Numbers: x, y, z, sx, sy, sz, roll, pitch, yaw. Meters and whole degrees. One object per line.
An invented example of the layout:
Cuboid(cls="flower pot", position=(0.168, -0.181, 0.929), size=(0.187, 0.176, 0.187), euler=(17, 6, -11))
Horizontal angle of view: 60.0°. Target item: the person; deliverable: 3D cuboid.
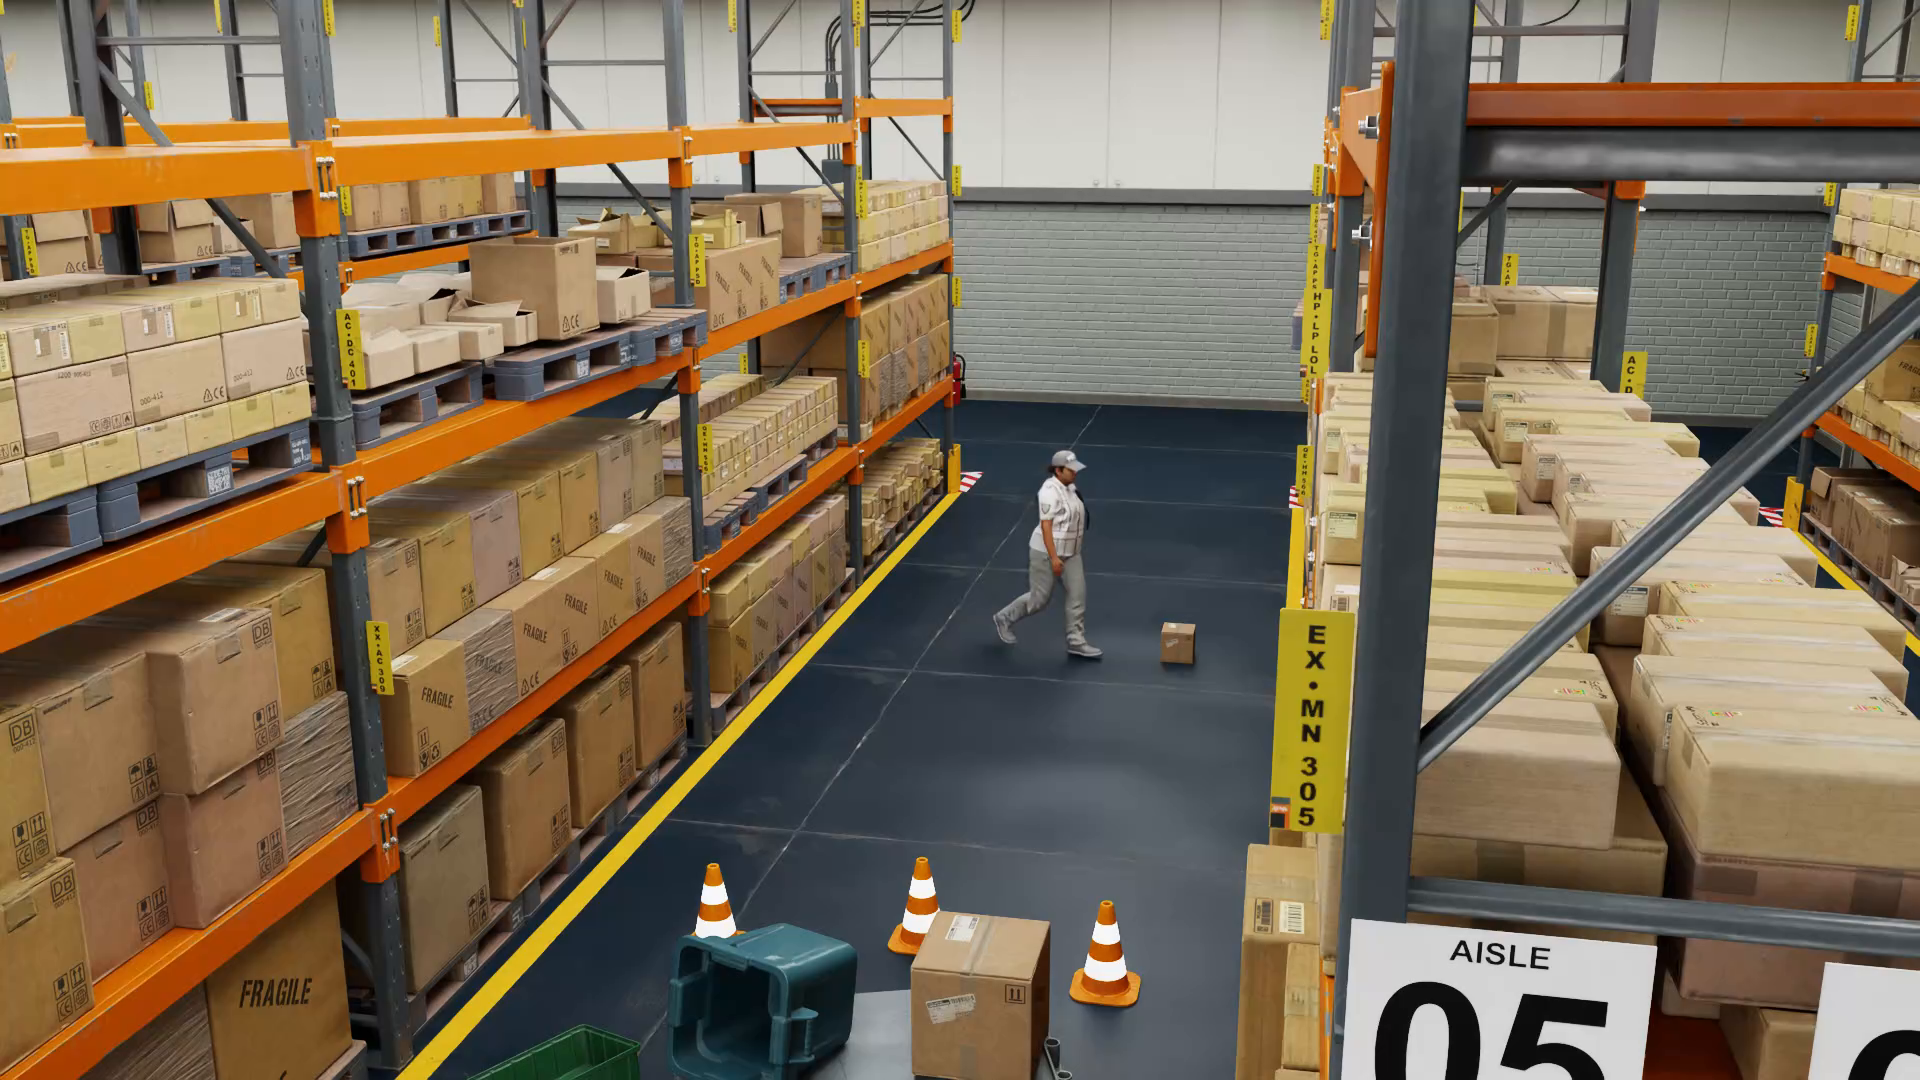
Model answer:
Cuboid(cls="person", position=(0.720, 0.088, 13.173), size=(0.900, 1.636, 0.490), euler=(10, 18, 32))
